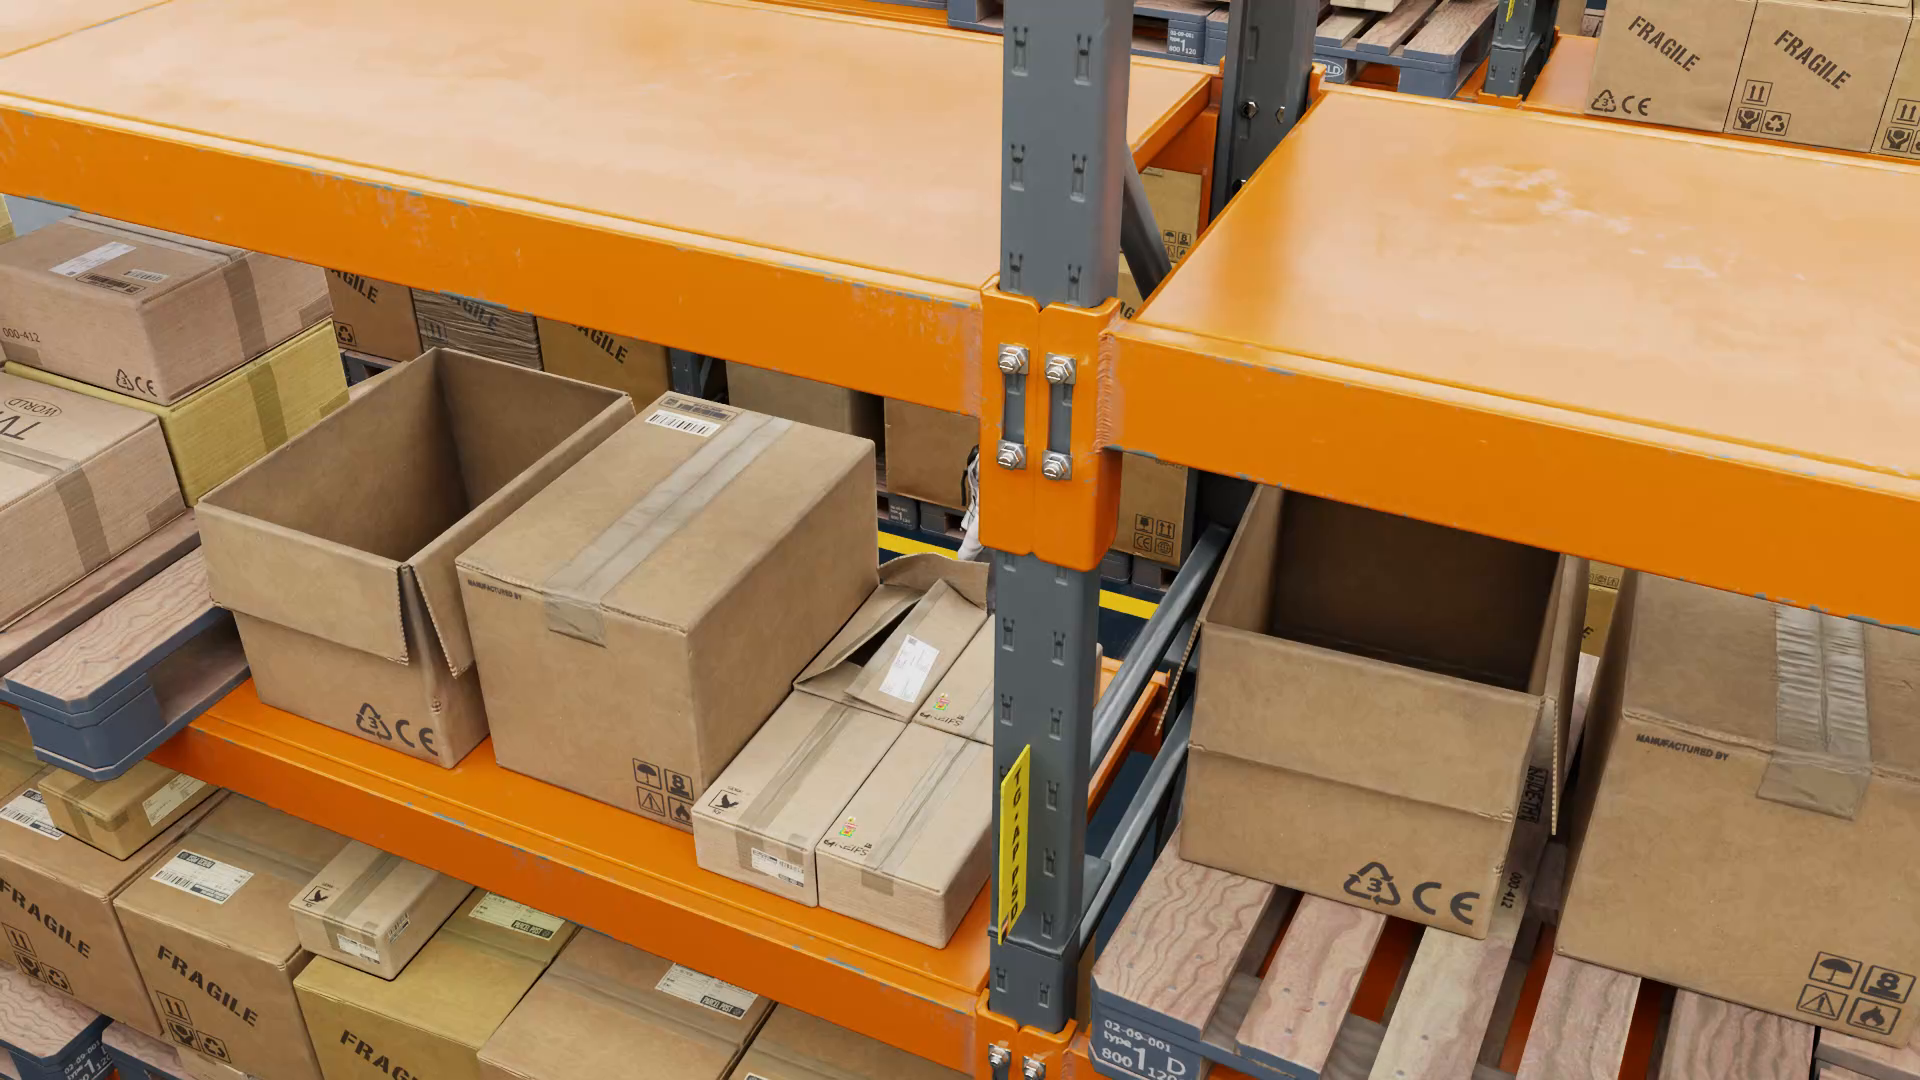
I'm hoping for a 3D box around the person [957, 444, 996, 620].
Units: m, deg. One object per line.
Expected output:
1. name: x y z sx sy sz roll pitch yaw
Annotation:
1. person: 0.107 -0.052 7.511 0.532 1.695 0.586 14 37 20
